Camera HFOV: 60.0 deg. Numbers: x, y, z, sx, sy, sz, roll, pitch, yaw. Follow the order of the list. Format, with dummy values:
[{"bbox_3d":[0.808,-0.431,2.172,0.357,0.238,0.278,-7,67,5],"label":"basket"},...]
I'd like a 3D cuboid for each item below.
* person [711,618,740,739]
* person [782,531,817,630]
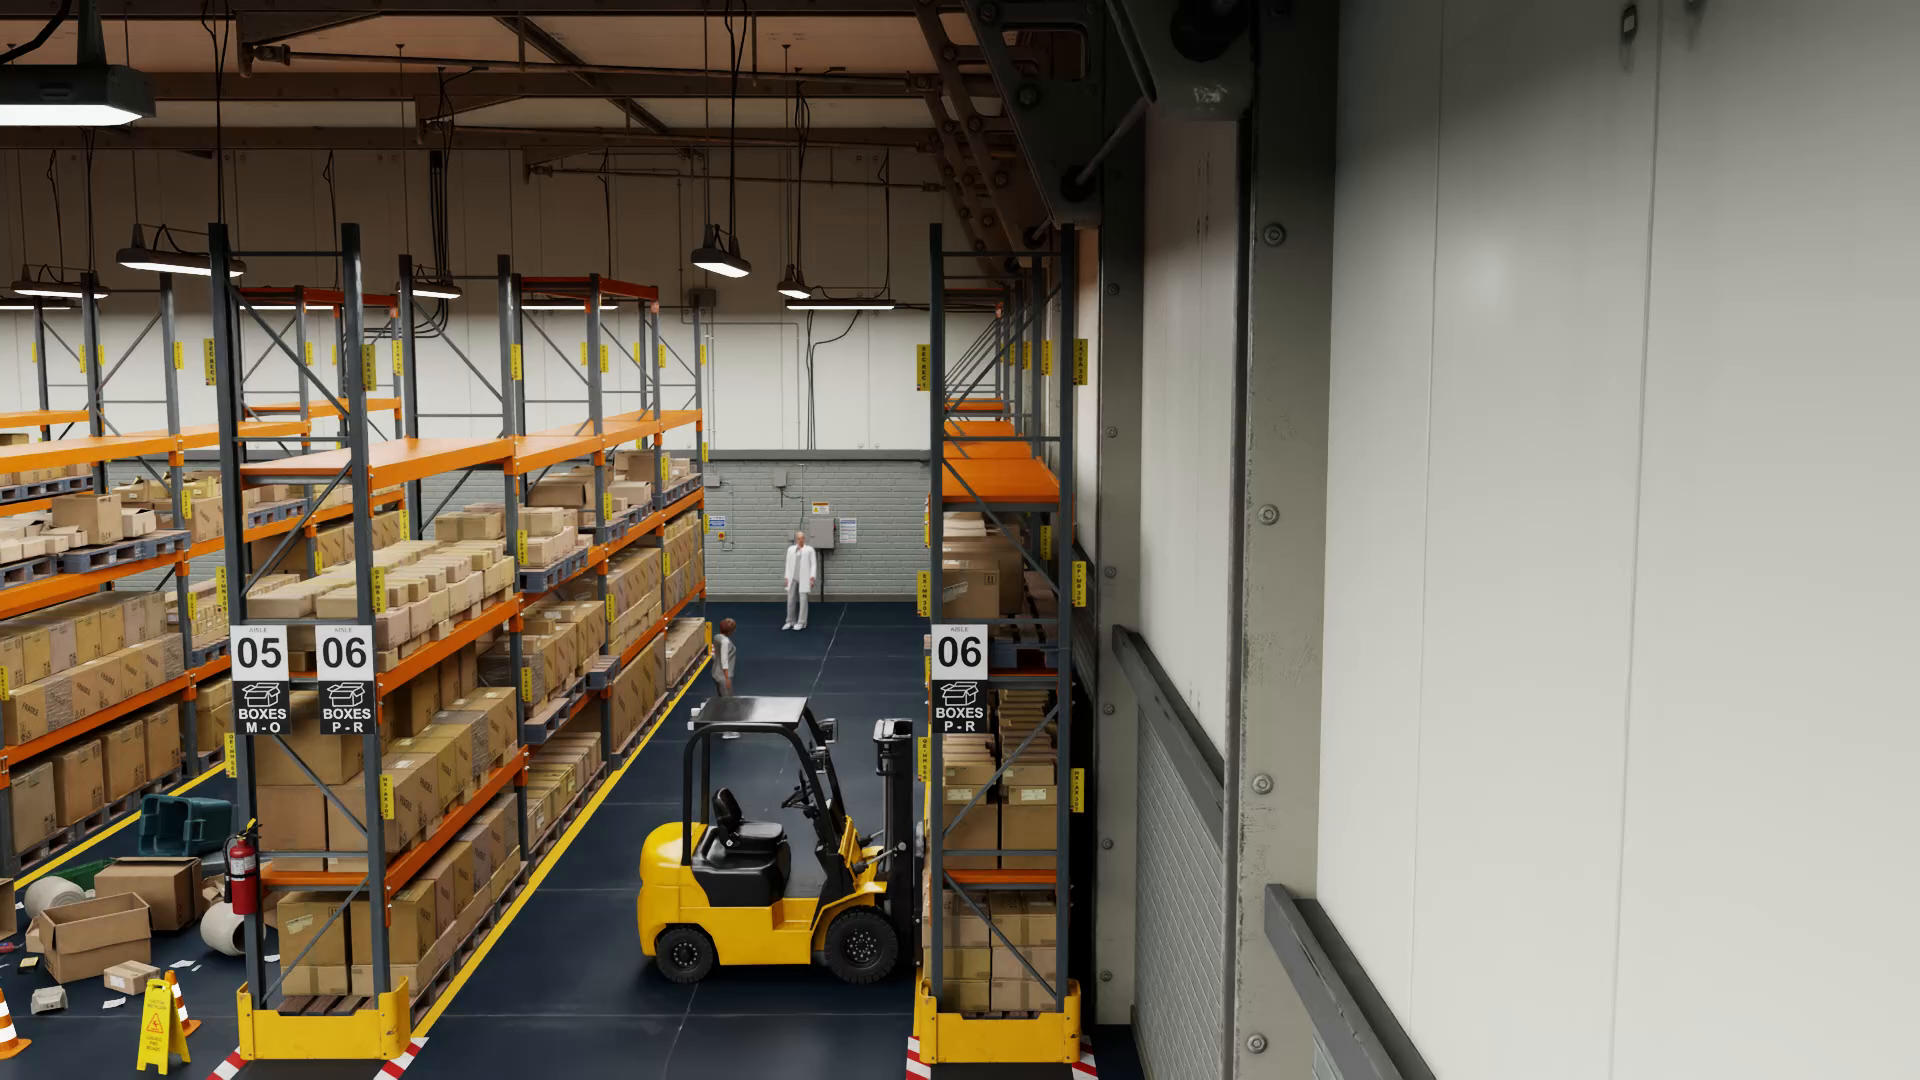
[{"bbox_3d":[-3.112,1.818,21.975,0.352,1.597,0.483,-3,7,-22],"label":"person"},{"bbox_3d":[-2.936,0.758,30.491,0.619,1.805,0.544,3,7,21],"label":"person"}]
